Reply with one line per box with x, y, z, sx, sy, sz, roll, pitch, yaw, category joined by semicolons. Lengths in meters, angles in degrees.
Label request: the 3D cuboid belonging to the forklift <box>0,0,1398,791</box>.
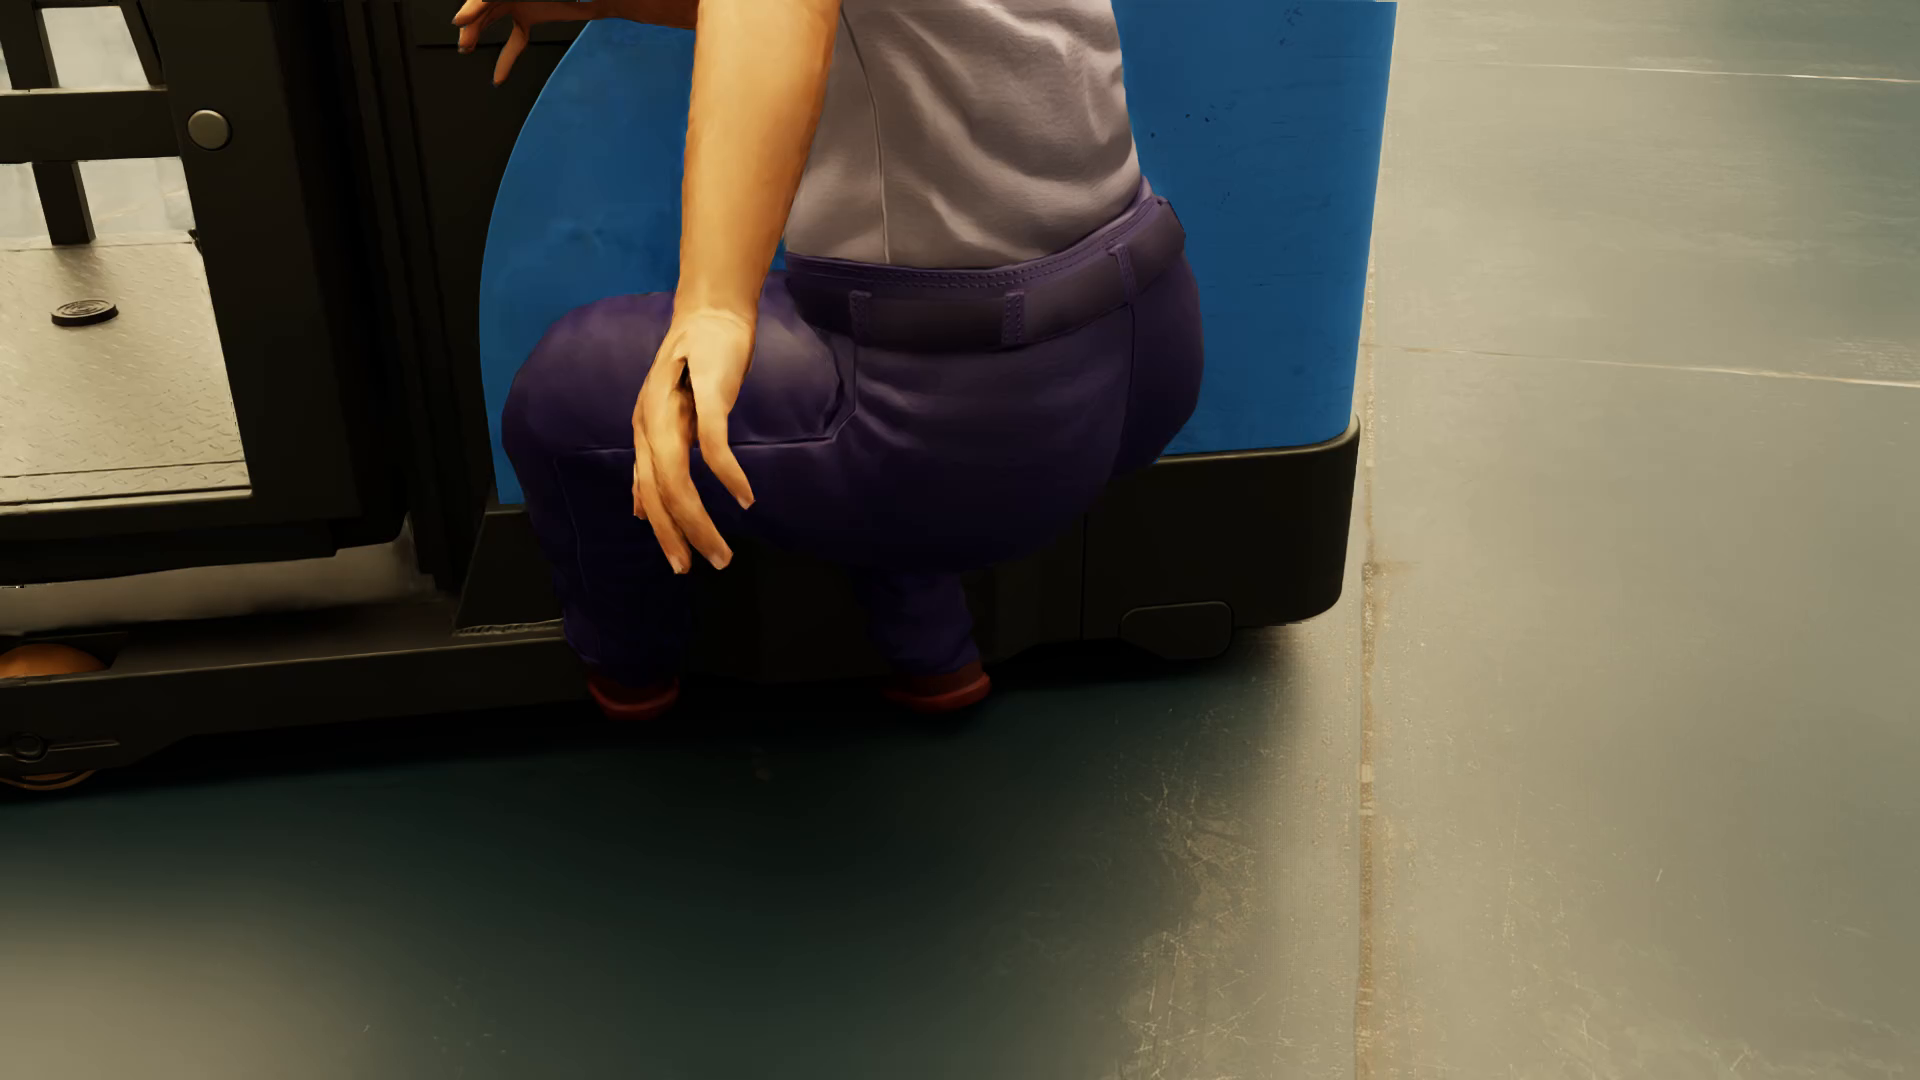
-1.058;-1.261;1.746;3.031;2.935;1.130;-5;27;-9;forklift

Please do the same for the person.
-0.240;-0.212;1.504;0.898;1.386;1.014;16;31;28;person
